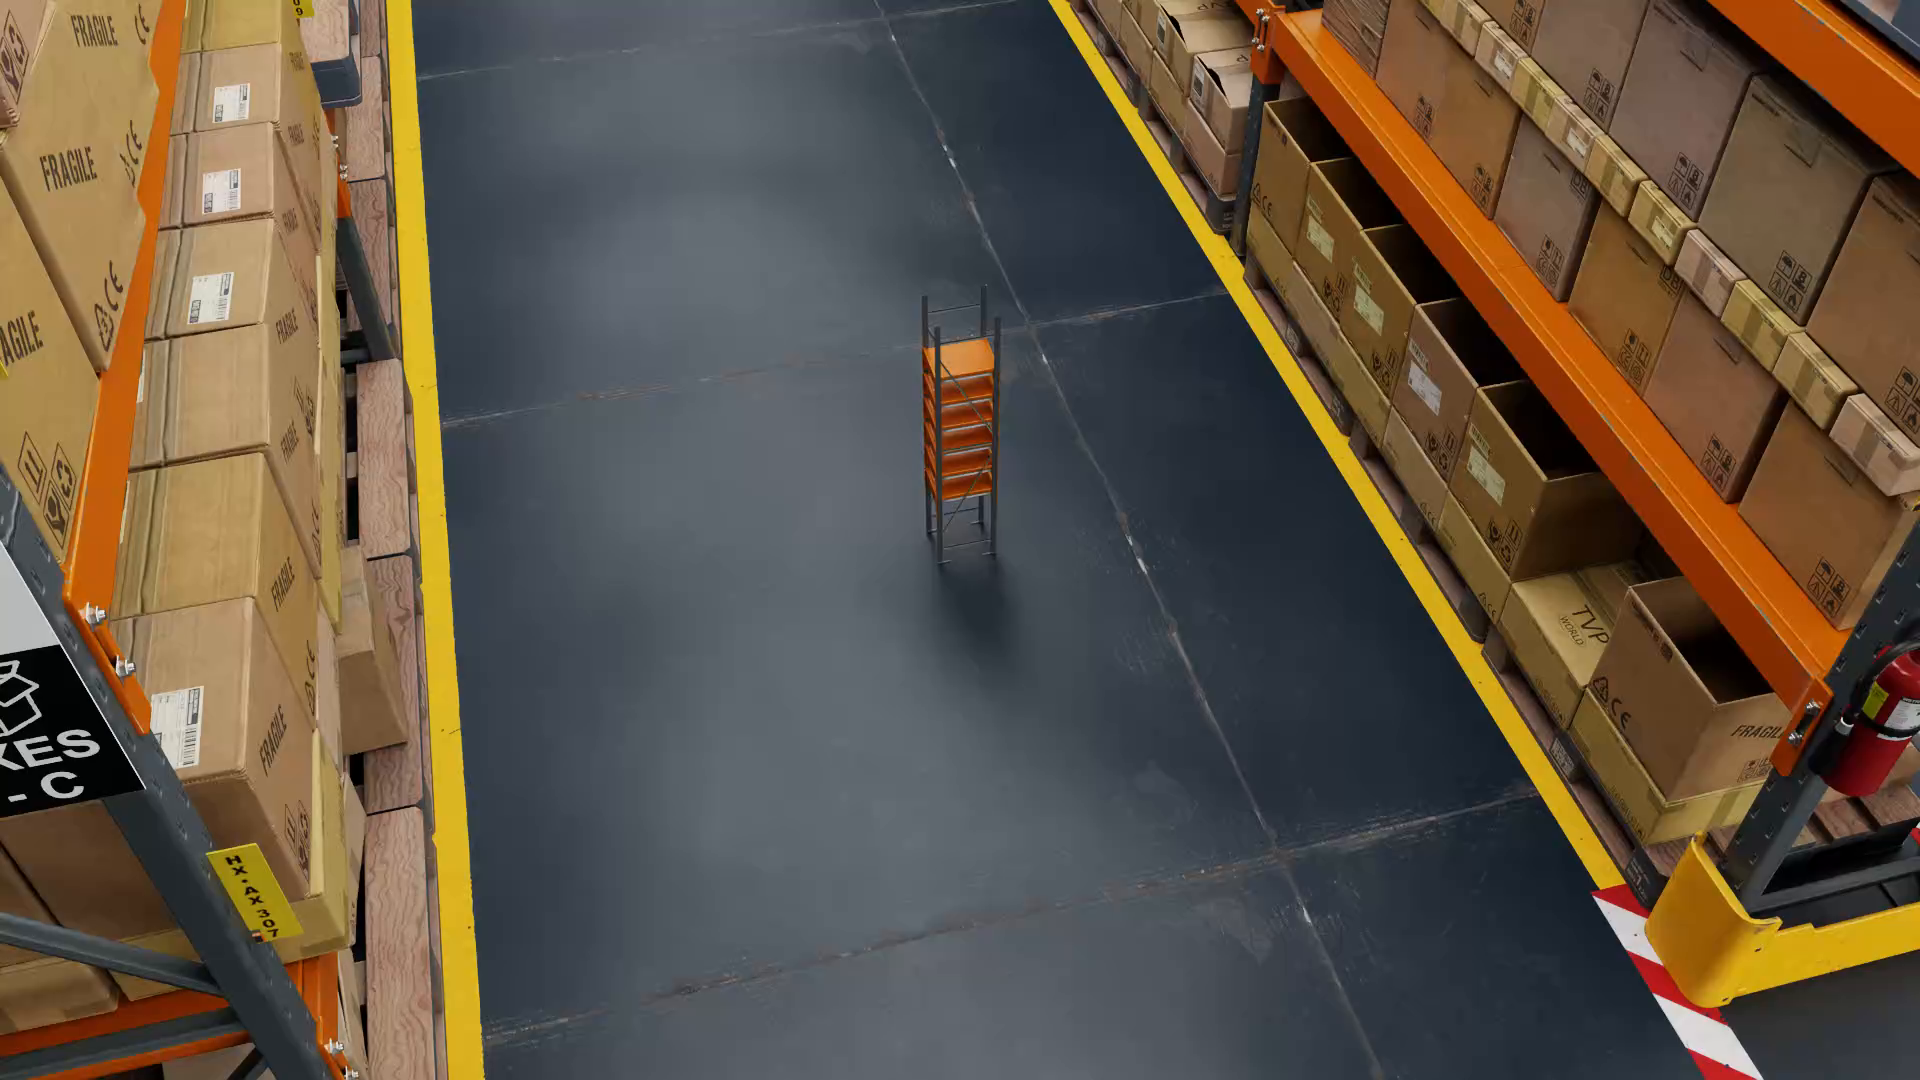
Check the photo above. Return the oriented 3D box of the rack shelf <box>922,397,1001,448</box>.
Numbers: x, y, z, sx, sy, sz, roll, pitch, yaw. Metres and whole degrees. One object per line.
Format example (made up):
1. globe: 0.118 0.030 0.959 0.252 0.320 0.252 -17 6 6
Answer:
1. rack shelf: 0.004 -0.463 6.258 0.258 0.103 0.180 -11 47 -10

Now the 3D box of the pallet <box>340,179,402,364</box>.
1. pallet: -3.167 -1.206 7.785 1.003 0.211 1.213 -11 47 -10

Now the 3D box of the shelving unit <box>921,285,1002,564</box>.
1. shelving unit: 0.004 -0.410 6.312 0.258 1.200 0.189 -11 47 -10

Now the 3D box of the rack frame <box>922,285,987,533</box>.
1. rack frame: -0.020 -0.473 6.374 0.240 1.200 0.006 -11 47 -10

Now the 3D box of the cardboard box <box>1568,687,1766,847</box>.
1. cardboard box: 2.422 0.707 5.588 0.500 0.250 0.500 -11 47 -10

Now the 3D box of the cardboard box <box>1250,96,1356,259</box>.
1. cardboard box: 1.637 -1.623 7.347 0.500 0.500 0.500 -11 47 -10

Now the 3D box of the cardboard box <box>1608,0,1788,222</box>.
1. cardboard box: 2.455 -1.352 4.997 0.700 0.500 0.500 -11 47 -10

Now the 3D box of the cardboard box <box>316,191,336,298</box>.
1. cardboard box: -2.433 -0.983 5.704 0.500 0.250 0.500 -11 47 -10

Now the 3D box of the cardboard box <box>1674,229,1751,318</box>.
1. cardboard box: 2.367 -0.814 4.923 0.380 0.149 0.250 -10 46 -10

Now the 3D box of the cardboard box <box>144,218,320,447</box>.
1. cardboard box: -2.161 -0.540 4.745 0.500 0.500 0.500 -9 46 -9

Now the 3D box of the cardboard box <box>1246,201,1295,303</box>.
1. cardboard box: 1.647 -1.363 7.616 0.500 0.250 0.500 -11 47 -10

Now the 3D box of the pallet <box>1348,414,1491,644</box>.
1. pallet: 2.300 -0.177 6.776 1.003 0.211 1.213 -11 47 -10

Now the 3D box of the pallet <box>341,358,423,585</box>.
1. pallet: -2.760 -0.212 6.810 1.003 0.211 1.213 -11 47 -10

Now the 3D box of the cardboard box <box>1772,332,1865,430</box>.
1. cardboard box: 2.495 -0.463 4.580 0.380 0.149 0.250 -10 46 -9

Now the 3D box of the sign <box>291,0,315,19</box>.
1. sign: -2.444 -2.053 6.055 0.100 0.325 0.005 -11 47 -10

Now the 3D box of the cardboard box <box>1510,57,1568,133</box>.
1. cardboard box: 2.103 -1.526 5.621 0.380 0.149 0.250 -11 47 -11

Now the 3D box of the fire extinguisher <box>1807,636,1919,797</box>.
1. fire extinguisher: 2.426 0.402 4.310 0.296 0.674 0.183 -11 47 -10

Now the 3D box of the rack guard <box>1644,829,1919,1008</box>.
1. rack guard: 2.851 1.100 5.322 1.175 0.500 0.348 -11 47 -10

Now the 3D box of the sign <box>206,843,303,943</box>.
1. sign: -1.418 0.714 3.344 0.100 0.325 0.005 -11 47 -10

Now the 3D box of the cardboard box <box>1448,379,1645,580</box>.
1. cardboard box: 2.150 -0.243 5.994 0.500 0.500 0.500 -11 47 -10

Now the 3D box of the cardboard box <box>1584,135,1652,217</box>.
1. cardboard box: 2.230 -1.177 5.279 0.380 0.149 0.250 -10 46 -9

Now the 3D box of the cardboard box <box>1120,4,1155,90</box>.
1. cardboard box: 1.175 -2.674 8.902 0.500 0.250 0.500 -10 46 -9

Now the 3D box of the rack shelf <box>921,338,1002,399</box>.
1. rack shelf: 0.004 -0.631 6.086 0.258 0.103 0.180 -11 47 -10

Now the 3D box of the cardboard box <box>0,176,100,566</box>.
1. cardboard box: -1.787 -0.252 2.713 0.500 0.500 0.500 -10 46 -9

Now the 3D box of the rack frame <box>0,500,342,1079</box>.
1. rack frame: -1.943 1.116 3.556 1.000 3.000 0.127 -11 47 -10

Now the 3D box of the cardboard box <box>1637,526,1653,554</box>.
1. cardboard box: 2.653 -0.338 6.087 0.500 0.500 0.500 -11 47 -10

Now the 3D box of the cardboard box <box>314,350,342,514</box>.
1. cardboard box: -2.159 -0.291 5.026 0.500 0.250 0.500 -10 46 -10

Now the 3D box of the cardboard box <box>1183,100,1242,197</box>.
1. cardboard box: 1.435 -1.971 8.213 0.500 0.250 0.500 -11 47 -11

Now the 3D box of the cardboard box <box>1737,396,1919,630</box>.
1. cardboard box: 2.738 -0.152 4.728 0.700 0.500 0.500 -11 47 -10

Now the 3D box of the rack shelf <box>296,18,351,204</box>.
1. rack shelf: -3.479 -2.774 7.872 1.077 0.370 4.000 -11 47 -10

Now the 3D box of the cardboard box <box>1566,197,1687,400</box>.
1. cardboard box: 2.477 -0.857 5.420 0.700 0.500 0.500 -10 46 -10

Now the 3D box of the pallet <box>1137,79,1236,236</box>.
1. pallet: 1.595 -2.079 8.640 1.003 0.211 1.213 -11 47 -10

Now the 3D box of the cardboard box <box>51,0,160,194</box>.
1. cardboard box: -2.026 -0.987 3.433 0.500 0.500 0.500 -9 46 -8

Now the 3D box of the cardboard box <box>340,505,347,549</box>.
1. cardboard box: -2.662 -0.215 6.303 0.500 0.500 0.500 -14 47 -13

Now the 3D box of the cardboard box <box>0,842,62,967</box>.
1. cardboard box: -2.269 0.613 3.615 0.500 0.500 0.500 -11 47 -11

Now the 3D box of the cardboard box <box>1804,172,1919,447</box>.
1. cardboard box: 2.724 -0.642 4.301 0.700 0.500 0.500 -11 47 -10

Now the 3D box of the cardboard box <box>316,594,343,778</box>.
1. cardboard box: -1.907 0.411 4.338 0.500 0.250 0.500 -12 47 -12

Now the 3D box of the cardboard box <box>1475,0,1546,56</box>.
1. cardboard box: 2.199 -2.043 5.674 0.700 0.500 0.500 -11 47 -10

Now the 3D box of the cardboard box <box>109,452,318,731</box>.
1. cardboard box: -1.891 0.172 4.047 0.500 0.500 0.500 -11 47 -10

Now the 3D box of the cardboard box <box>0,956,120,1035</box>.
1. cardboard box: -2.250 0.875 3.884 0.500 0.250 0.500 -10 46 -10

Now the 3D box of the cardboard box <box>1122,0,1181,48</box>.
1. cardboard box: 1.176 -2.865 8.696 0.500 0.311 0.500 -11 47 -10

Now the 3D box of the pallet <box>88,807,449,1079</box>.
1. pallet: -2.136 1.473 5.159 1.003 0.211 1.213 -11 47 -10

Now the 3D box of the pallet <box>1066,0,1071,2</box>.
1. pallet: 0.970 -3.764 10.291 1.003 0.211 1.213 -11 47 -10

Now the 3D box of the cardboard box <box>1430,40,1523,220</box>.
1. cardboard box: 2.207 -1.573 6.122 0.700 0.500 0.500 -10 46 -10

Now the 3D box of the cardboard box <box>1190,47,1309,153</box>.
1. cardboard box: 1.440 -2.162 8.007 0.500 0.311 0.500 -11 47 -10

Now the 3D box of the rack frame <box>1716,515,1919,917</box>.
1. rack frame: 2.845 0.208 4.446 1.000 3.000 0.127 -11 47 -10

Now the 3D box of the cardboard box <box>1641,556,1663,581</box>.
1. cardboard box: 2.791 0.268 6.018 0.500 0.250 0.500 -11 47 -10

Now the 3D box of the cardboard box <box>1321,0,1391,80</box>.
1. cardboard box: 1.941 -2.283 6.817 0.700 0.500 0.500 -12 47 -11

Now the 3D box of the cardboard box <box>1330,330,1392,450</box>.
1. cardboard box: 1.893 -0.670 6.938 0.500 0.250 0.500 -11 47 -10

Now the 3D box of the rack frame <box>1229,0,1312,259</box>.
1. rack frame: 1.821 -2.554 7.152 1.000 3.000 0.127 -11 47 -10

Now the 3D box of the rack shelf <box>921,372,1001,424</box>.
1. rack shelf: 0.004 -0.547 6.172 0.258 0.103 0.180 -11 47 -10

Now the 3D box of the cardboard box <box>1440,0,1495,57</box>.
1. cardboard box: 1.965 -1.890 5.977 0.380 0.149 0.250 -12 47 -12

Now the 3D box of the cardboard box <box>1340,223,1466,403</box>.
1. cardboard box: 1.893 -0.933 6.670 0.500 0.500 0.500 -11 47 -10

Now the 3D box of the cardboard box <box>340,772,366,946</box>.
1. cardboard box: -2.179 1.016 5.229 0.500 0.311 0.500 -7 46 -7

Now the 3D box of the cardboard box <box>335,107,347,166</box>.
1. cardboard box: -3.443 -2.137 8.186 0.700 0.500 0.500 -10 46 -10

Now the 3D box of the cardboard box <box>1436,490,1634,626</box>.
1. cardboard box: 2.153 0.019 6.262 0.500 0.250 0.500 -11 47 -10

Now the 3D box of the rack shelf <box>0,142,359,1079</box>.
1. rack shelf: -2.455 -0.013 5.166 1.077 0.370 4.000 -11 47 -10

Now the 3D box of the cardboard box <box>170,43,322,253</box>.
1. cardboard box: -2.413 -1.249 5.440 0.500 0.500 0.500 -11 47 -11
